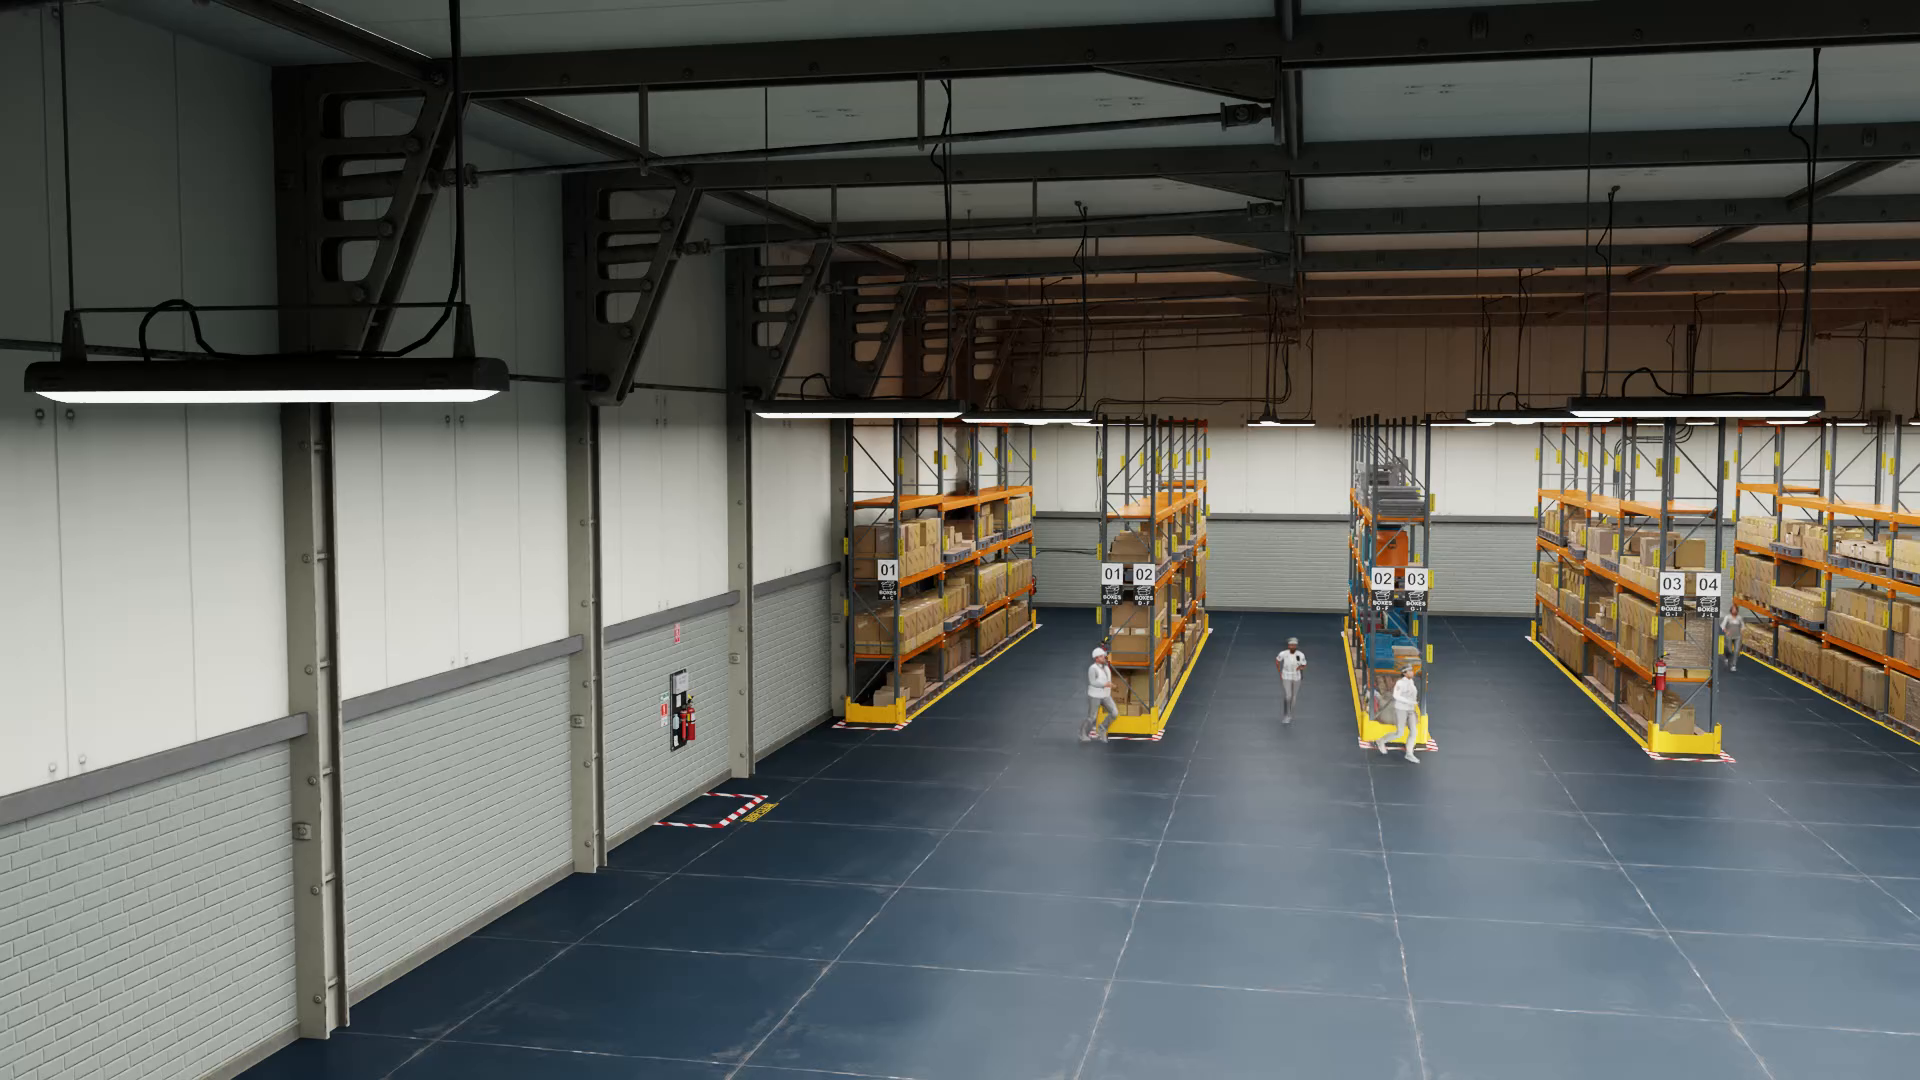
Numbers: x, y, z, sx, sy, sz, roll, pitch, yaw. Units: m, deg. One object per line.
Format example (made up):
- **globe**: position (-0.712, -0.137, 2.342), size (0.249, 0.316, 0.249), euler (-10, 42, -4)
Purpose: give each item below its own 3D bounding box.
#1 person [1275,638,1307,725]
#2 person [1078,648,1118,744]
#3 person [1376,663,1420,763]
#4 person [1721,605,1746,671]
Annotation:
- **person**: position (6.448, 2.737, 32.348), size (0.559, 1.716, 0.757), euler (0, 4, 0)
- **person**: position (2.542, 2.824, 30.185), size (0.664, 1.753, 0.853), euler (-4, 5, -43)
- **person**: position (7.683, 2.970, 28.883), size (0.629, 1.697, 0.801), euler (-4, 5, -44)
- **person**: position (18.327, 2.323, 39.407), size (0.537, 1.548, 0.563), euler (1, 4, 15)
